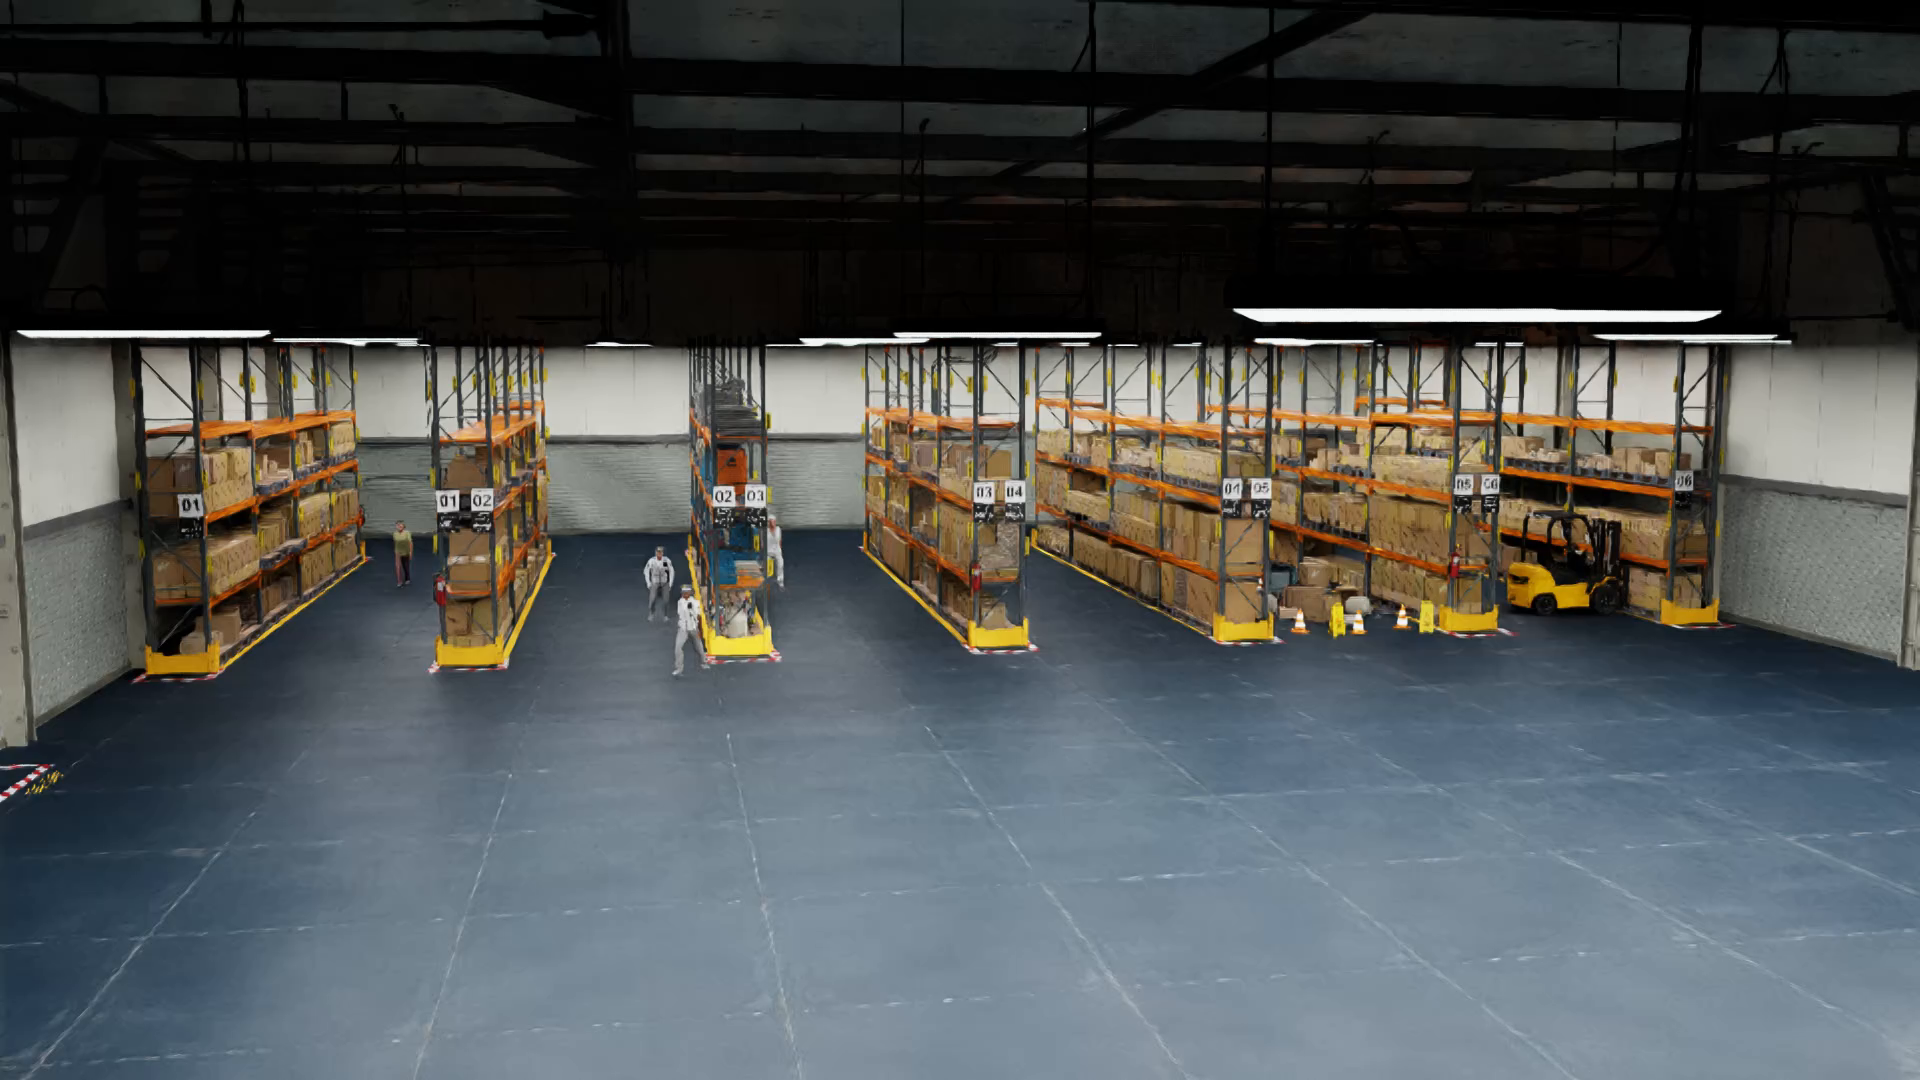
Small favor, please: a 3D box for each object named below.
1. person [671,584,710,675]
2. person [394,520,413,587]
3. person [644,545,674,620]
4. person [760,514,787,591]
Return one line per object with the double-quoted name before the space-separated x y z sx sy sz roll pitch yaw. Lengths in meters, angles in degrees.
"person" -4.768 1.554 29.427 0.503 1.612 0.939 1 7 11
"person" -13.474 0.310 40.251 0.458 1.612 1.010 -1 7 -12
"person" -6.349 0.908 35.123 0.639 1.620 0.511 -1 7 -12
"person" -4.236 0.280 37.506 0.526 1.727 1.033 -2 7 -19
